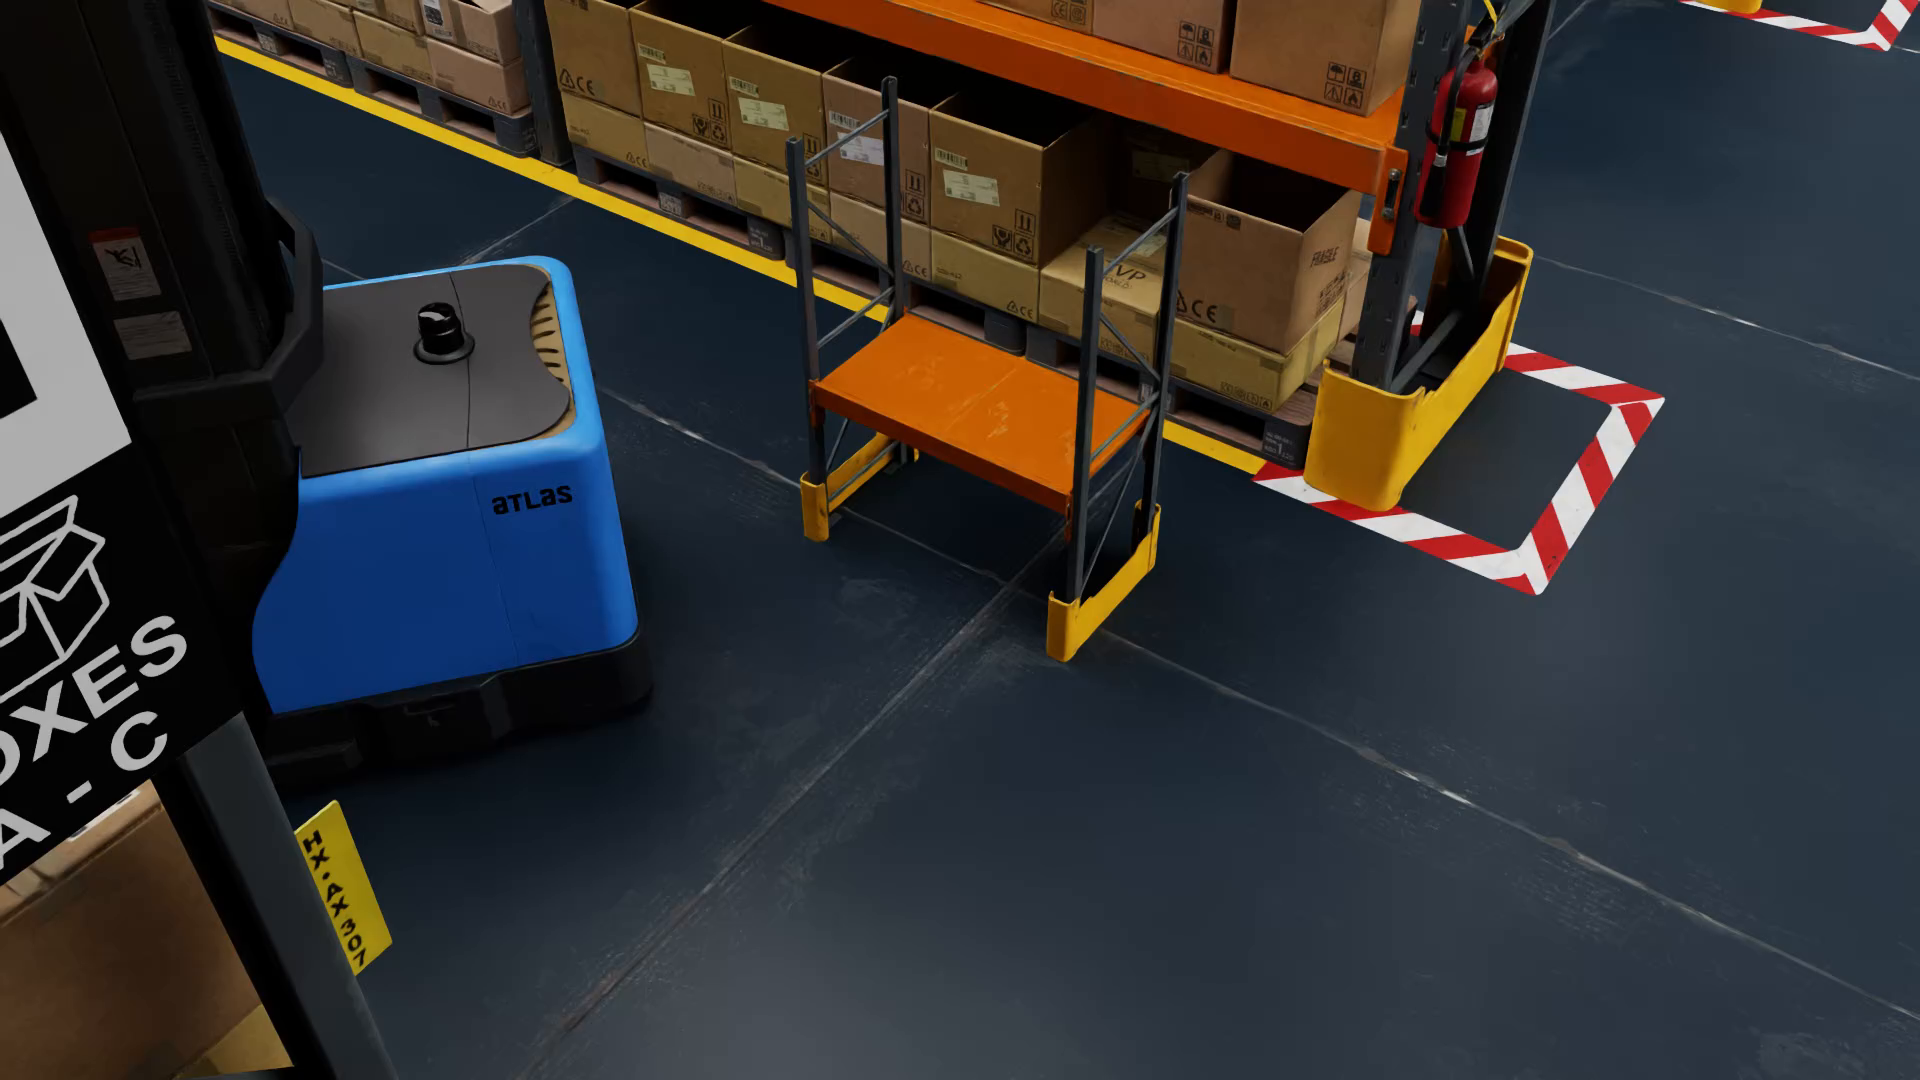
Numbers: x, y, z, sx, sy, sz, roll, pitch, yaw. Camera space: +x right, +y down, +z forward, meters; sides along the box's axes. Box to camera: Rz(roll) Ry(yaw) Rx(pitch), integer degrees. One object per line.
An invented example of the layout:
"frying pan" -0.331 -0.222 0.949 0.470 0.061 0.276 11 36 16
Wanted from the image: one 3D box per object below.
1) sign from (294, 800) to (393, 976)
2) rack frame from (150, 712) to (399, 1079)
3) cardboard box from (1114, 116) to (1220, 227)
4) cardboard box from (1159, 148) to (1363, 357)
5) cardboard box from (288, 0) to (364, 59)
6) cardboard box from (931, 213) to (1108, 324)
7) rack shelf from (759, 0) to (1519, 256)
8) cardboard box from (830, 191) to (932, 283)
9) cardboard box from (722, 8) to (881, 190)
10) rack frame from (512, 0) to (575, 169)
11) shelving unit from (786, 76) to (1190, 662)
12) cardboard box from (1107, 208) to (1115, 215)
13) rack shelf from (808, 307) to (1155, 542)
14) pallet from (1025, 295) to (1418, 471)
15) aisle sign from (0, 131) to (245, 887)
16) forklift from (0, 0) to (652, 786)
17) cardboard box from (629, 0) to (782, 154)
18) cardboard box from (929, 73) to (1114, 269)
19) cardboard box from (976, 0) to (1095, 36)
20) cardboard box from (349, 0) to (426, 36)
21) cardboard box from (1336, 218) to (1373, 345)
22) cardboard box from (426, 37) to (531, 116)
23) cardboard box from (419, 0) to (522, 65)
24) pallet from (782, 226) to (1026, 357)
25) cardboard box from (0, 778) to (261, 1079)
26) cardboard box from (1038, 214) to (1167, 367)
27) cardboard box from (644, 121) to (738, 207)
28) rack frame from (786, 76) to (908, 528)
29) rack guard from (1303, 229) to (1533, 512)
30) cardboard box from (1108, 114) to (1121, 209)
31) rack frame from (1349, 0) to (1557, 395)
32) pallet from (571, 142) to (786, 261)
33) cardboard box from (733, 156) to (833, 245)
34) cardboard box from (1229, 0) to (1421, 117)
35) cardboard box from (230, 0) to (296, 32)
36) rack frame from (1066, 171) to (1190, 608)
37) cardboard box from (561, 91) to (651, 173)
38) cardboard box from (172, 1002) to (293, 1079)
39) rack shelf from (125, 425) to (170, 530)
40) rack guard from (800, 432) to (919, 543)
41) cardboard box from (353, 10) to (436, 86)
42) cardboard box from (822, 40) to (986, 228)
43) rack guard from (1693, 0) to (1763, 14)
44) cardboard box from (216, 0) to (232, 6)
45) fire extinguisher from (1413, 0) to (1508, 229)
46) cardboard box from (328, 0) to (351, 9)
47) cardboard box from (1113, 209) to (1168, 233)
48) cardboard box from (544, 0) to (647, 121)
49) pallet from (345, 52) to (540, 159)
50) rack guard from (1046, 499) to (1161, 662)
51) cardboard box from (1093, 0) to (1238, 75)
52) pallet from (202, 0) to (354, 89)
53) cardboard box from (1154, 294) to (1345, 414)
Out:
"sign" -0.861 0.495 2.298 0.005 0.325 0.100 25 48 25
"rack frame" -1.173 1.114 2.256 0.127 3.000 1.000 25 48 25
"cardboard box" 0.947 -1.521 6.385 0.500 0.500 0.500 25 48 25
"cardboard box" 1.059 -1.046 5.854 0.500 0.500 0.500 25 48 25
"cardboard box" -2.944 -2.646 8.205 0.500 0.250 0.500 26 48 26
"cardboard box" 0.233 -1.143 6.525 0.500 0.250 0.500 25 48 25
"rack shelf" 0.031 -2.090 6.375 4.000 0.370 1.077 25 48 25
"cardboard box" -0.175 -1.336 6.740 0.500 0.250 0.500 25 48 25
"cardboard box" -0.587 -1.804 6.701 0.500 0.500 0.500 25 48 25
"rack frame" -1.606 -3.124 6.991 0.127 3.000 1.000 25 48 25
"shelving unit" 0.062 -0.530 5.217 1.083 1.500 0.587 25 48 25
"cardboard box" 0.537 -1.432 6.848 0.500 0.250 0.500 25 48 25
"rack shelf" 0.070 -0.392 5.333 1.000 0.185 0.538 25 48 25
"pallet" 1.019 -0.823 6.511 1.213 0.211 1.003 25 48 25
"aisle sign" -0.941 0.009 1.541 0.004 0.787 0.394 25 48 25
"forklift" -2.529 -0.607 4.231 3.031 2.935 1.130 -11 43 -12
"cardboard box" -0.992 -1.999 6.920 0.500 0.500 0.500 25 48 25
"cardboard box" 0.232 -1.421 6.273 0.500 0.500 0.500 25 48 25
"cardboard box" 0.458 -2.207 5.892 0.500 0.500 0.700 25 48 26
"cardboard box" -2.532 -2.659 7.798 0.500 0.311 0.500 26 48 26
"cardboard box" 1.357 -1.051 6.422 0.500 0.250 0.500 25 48 25
"cardboard box" -2.112 -2.256 7.769 0.500 0.250 0.500 25 47 25
"cardboard box" -2.102 -2.463 7.580 0.500 0.311 0.500 25 48 25
"pallet" 0.024 -1.290 7.034 1.213 0.211 1.003 25 48 25
"cardboard box" -1.391 0.536 2.437 0.500 0.500 0.500 25 48 25
"cardboard box" 0.644 -0.953 6.312 0.500 0.250 0.500 25 48 25
"cardboard box" -0.994 -1.718 7.168 0.500 0.250 0.500 25 48 25
"rack frame" -0.346 -0.721 5.431 0.032 1.500 0.500 25 48 25
"rack guard" 1.688 -0.651 6.103 0.348 0.500 1.175 25 48 25
"cardboard box" 0.530 -1.705 6.591 0.500 0.500 0.500 25 48 25
"rack frame" 1.669 -1.592 5.280 0.127 3.000 1.000 25 48 25
"pallet" -0.979 -1.757 7.555 1.213 0.211 1.003 25 48 25
"cardboard box" -0.588 -1.524 6.951 0.500 0.250 0.500 25 48 25
"cardboard box" 1.294 -1.815 5.454 0.500 0.500 0.700 25 48 25
"cardboard box" -3.360 -2.842 8.424 0.500 0.250 0.500 26 48 26
"rack frame" 0.486 -0.332 4.996 0.032 1.500 0.500 25 48 25
"cardboard box" -1.401 -1.912 7.385 0.500 0.250 0.500 25 48 25
"cardboard box" -1.390 0.802 2.702 0.500 0.250 0.500 24 47 24
"rack shelf" -2.810 -0.502 2.351 4.000 0.370 1.077 25 48 25
"rack guard" -0.345 -0.255 5.847 0.087 0.250 0.587 25 48 25
"cardboard box" -2.525 -2.451 7.986 0.500 0.250 0.500 24 47 25
"cardboard box" -0.177 -1.613 6.488 0.500 0.500 0.500 25 48 25
"rack guard" 4.427 -3.367 9.138 0.348 0.500 1.175 25 48 25
"cardboard box" -3.780 -3.038 8.643 0.500 0.250 0.500 24 47 24
"fire extinguisher" 1.499 -1.264 4.972 0.183 0.674 0.296 25 48 25
"cardboard box" -2.939 -2.851 8.013 0.500 0.311 0.500 25 47 25
"cardboard box" 0.946 -1.240 6.634 0.500 0.250 0.500 25 48 25
"cardboard box" -1.406 -2.186 7.129 0.500 0.500 0.500 25 48 25
"pallet" -2.232 -2.345 8.213 1.213 0.211 1.003 25 48 25
"rack guard" 0.470 0.127 5.421 0.087 0.250 0.587 25 48 25
"cardboard box" 0.861 -2.014 5.676 0.500 0.500 0.700 26 48 26
"pallet" -3.235 -2.812 8.734 1.213 0.211 1.003 25 48 25
"cardboard box" 1.060 -0.768 6.106 0.500 0.250 0.500 25 48 25
